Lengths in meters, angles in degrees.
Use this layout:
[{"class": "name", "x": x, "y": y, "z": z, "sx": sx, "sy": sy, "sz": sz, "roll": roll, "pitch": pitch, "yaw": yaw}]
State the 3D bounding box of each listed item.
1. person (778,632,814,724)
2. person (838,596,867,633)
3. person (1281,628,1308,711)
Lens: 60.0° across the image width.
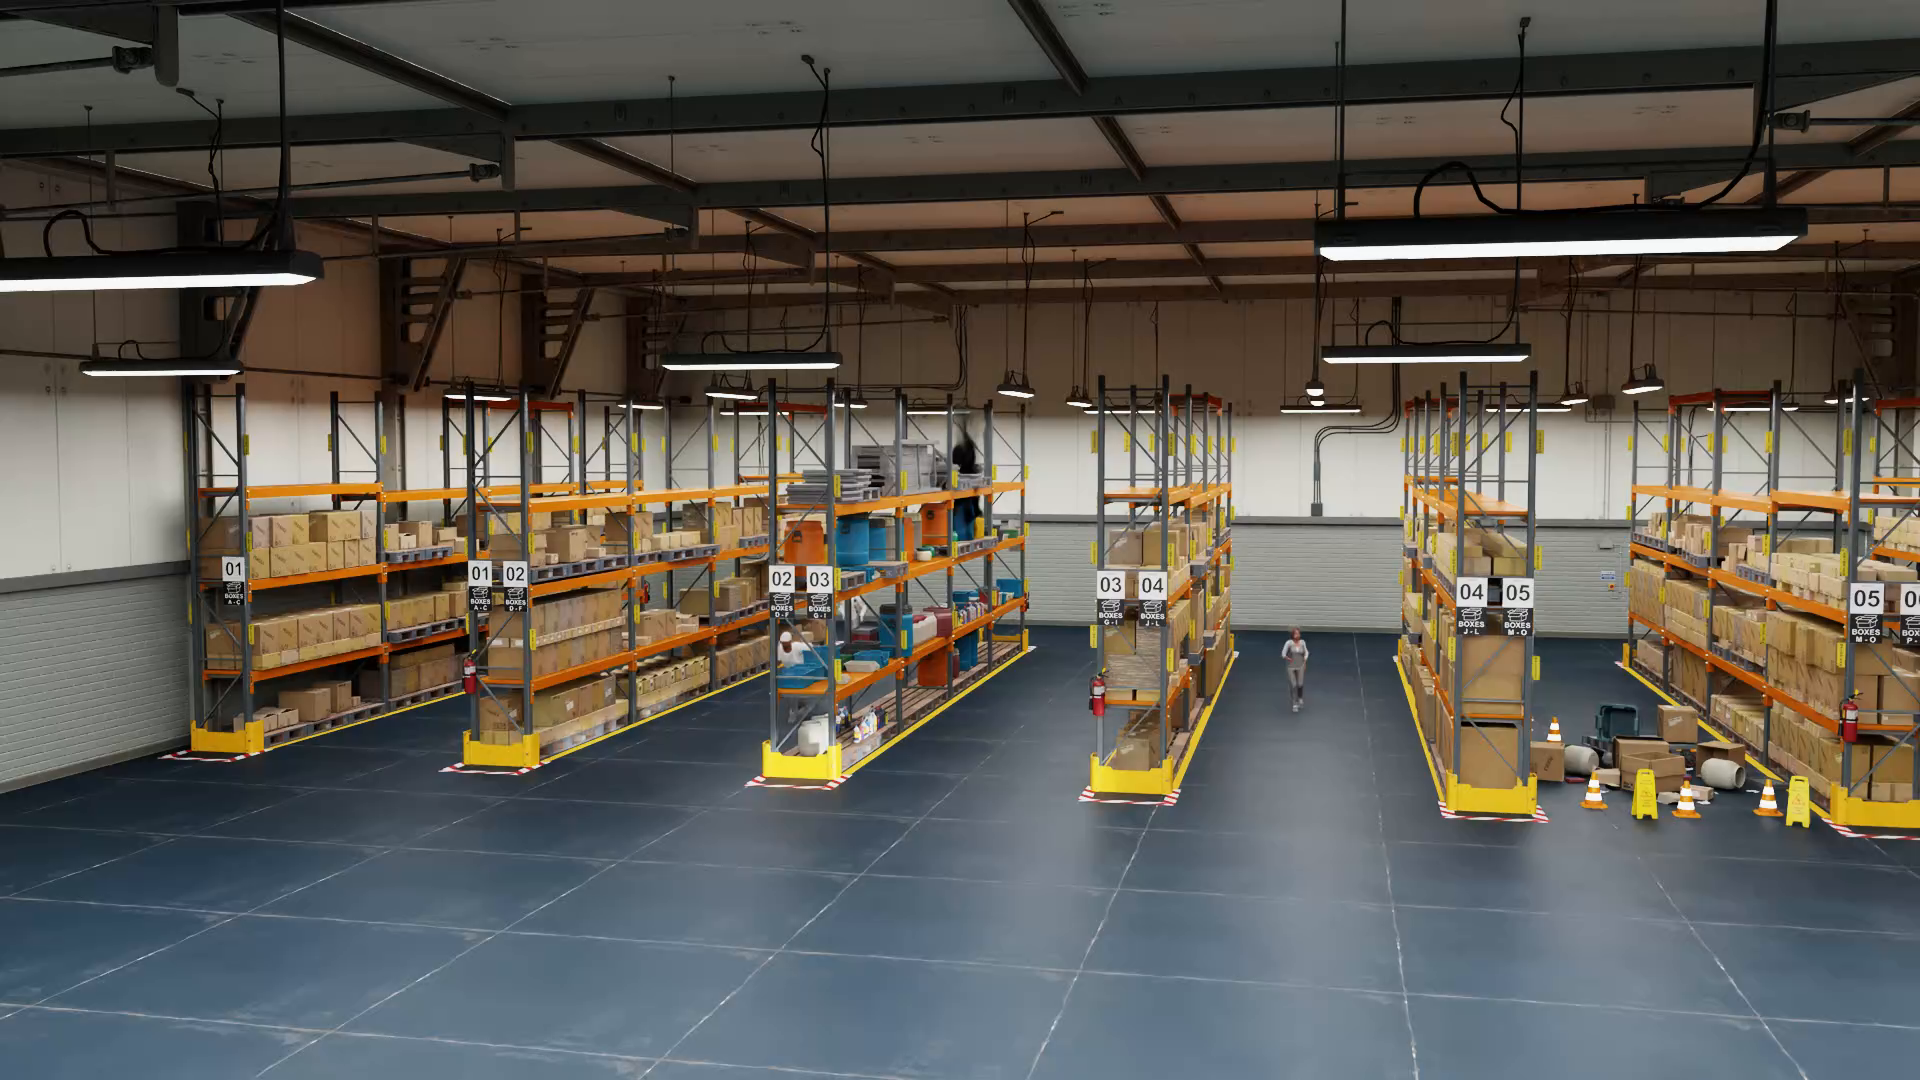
[{"class": "person", "x": -2.968, "y": 2.482, "z": 30.113, "sx": 0.745, "sy": 1.700, "sz": 1.007, "roll": 1, "pitch": 4, "yaw": 22}, {"class": "person", "x": -2.440, "y": 1.781, "z": 36.828, "sx": 0.563, "sy": 1.673, "sz": 0.510, "roll": 1, "pitch": 3, "yaw": 13}, {"class": "person", "x": 6.288, "y": 2.435, "z": 31.165, "sx": 0.519, "sy": 1.566, "sz": 0.553, "roll": 0, "pitch": 3, "yaw": 3}]
